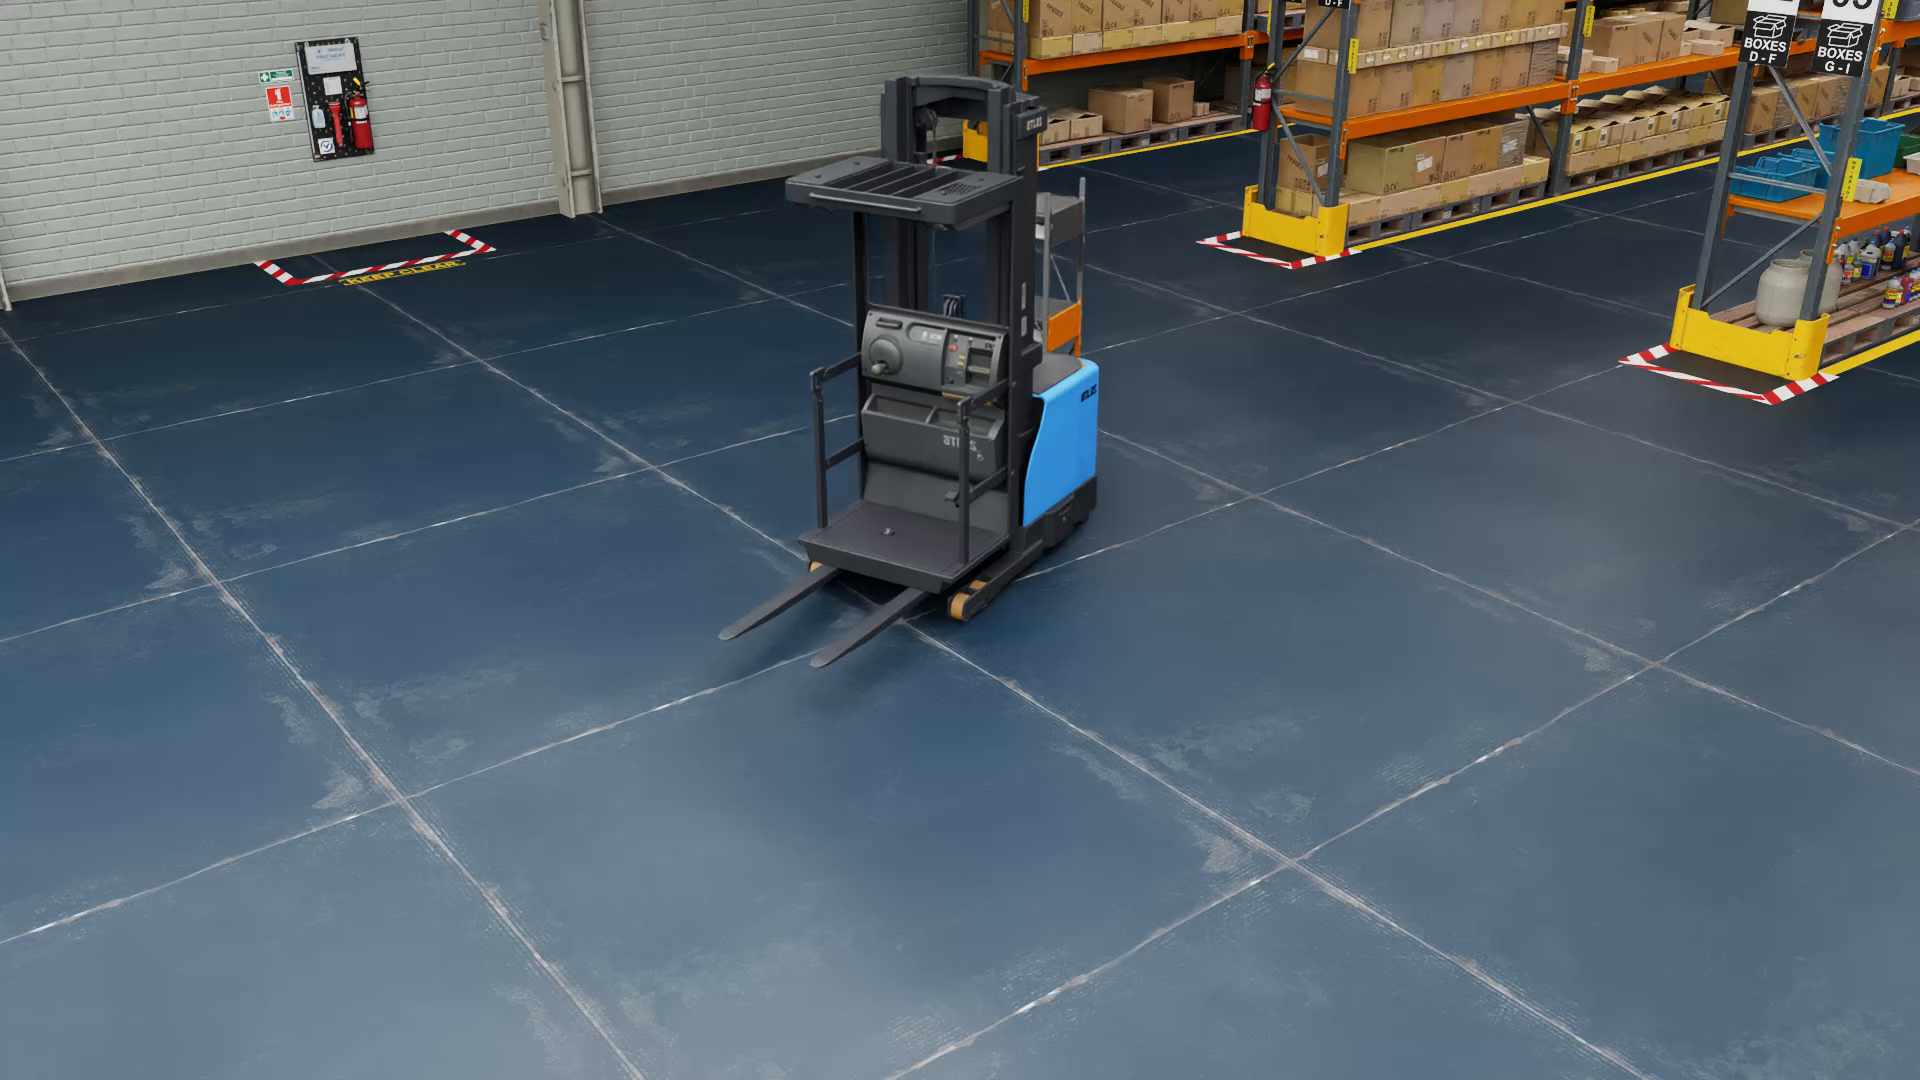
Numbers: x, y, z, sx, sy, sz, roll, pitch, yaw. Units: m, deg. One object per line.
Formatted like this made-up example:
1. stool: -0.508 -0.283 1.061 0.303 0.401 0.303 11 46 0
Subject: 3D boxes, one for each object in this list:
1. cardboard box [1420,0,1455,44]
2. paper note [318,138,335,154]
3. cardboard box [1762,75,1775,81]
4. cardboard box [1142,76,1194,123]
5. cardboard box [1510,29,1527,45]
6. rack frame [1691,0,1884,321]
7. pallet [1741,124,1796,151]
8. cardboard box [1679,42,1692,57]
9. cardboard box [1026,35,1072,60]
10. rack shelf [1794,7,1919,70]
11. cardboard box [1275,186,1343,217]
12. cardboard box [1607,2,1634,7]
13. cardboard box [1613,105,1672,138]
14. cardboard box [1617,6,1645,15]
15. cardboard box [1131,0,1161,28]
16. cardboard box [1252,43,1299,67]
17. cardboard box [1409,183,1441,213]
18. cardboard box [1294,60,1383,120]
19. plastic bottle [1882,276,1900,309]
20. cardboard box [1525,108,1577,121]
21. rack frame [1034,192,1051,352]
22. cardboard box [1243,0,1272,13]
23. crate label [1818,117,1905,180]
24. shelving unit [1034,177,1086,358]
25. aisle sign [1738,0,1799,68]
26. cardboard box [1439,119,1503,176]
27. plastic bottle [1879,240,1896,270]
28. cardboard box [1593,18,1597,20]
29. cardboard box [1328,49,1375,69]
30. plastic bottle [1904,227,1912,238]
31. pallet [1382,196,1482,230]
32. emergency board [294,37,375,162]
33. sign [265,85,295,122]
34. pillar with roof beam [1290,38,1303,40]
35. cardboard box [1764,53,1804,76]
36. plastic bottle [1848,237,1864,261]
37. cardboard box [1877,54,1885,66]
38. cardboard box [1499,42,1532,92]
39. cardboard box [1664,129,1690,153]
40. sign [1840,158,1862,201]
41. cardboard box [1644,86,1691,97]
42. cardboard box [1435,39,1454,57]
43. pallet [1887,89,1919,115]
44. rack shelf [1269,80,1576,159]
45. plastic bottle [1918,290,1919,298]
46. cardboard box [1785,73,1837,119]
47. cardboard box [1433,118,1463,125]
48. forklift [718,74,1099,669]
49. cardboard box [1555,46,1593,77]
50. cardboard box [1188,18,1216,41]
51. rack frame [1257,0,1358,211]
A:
1. cardboard box: 4.730 -5.524 17.429 0.500 0.500 0.700 -18 30 -34
2. paper note: -6.408 -3.987 16.825 0.142 0.148 0.016 -18 31 -34
3. cardboard box: 10.800 -6.088 22.752 0.500 0.500 0.500 -20 31 -36
4. cardboard box: 2.802 -5.951 22.457 0.500 0.500 0.500 -21 32 -38
5. cardboard box: 5.966 -5.525 18.203 0.250 0.149 0.380 -18 31 -34
6. rack frame: 6.560 -2.848 13.322 0.127 3.000 1.000 -18 31 -34
7. pallet: 10.412 -5.484 22.316 1.213 0.211 1.003 -18 31 -34
8. cardboard box: 8.833 -6.104 20.637 0.250 0.149 0.380 -16 29 -30
9. cardboard box: 1.026 -6.092 20.468 0.500 0.250 0.500 -19 31 -35
10. rack shelf: 8.134 -4.401 13.962 4.000 0.370 1.077 -18 31 -34
11. cardboard box: 3.746 -3.670 17.862 0.500 0.250 0.500 -18 31 -34
12. cardboard box: 11.327 -9.125 28.548 0.250 0.149 0.380 -19 31 -35
13. cardboard box: 8.342 -5.151 20.386 0.500 0.311 0.500 -17 30 -33
14. cardboard box: 11.334 -8.922 28.111 0.250 0.149 0.380 -19 31 -35
15. cardboard box: 2.212 -6.830 21.168 0.500 0.500 0.500 -17 30 -32
16. cardboard box: 4.508 -6.887 23.581 0.500 0.250 0.500 -19 31 -35
17. cardboard box: 4.850 -3.759 18.054 0.500 0.250 0.500 -18 31 -34
18. cardboard box: 3.881 -4.652 17.091 0.500 0.500 0.700 -18 31 -34
19. plastic bottle: 8.179 -2.177 14.597 0.097 0.271 0.097 0 25 0
20. cardboard box: 7.201 -5.064 20.198 0.500 0.311 0.500 -17 30 -33
21. rack frame: 0.398 -1.277 11.008 0.400 2.100 0.015 14 28 27
22. cardboard box: 4.016 -7.534 22.780 0.500 0.500 0.700 -18 30 -34
23. crate label: 7.841 -3.431 14.538 0.616 0.435 0.502 -18 31 -34
24. shelving unit: 0.521 -1.366 11.199 0.431 2.100 0.503 14 28 27
25. aisle sign: 6.320 -4.106 12.947 0.004 0.787 0.394 -18 31 -34
26. cardboard box: 5.632 -4.362 18.462 0.500 0.500 0.500 -18 31 -34
27. plastic bottle: 8.777 -2.699 15.720 0.097 0.271 0.097 0 25 0
28. cardboard box: 10.541 -8.464 27.894 0.500 0.500 0.700 -18 30 -33
29. cardboard box: 3.948 -4.860 16.769 0.250 0.149 0.380 -19 31 -34
30. plastic bottle: 9.186 -2.911 16.178 0.097 0.271 0.097 0 25 0
31. pallet: 5.042 -3.752 18.584 1.213 0.211 1.003 -18 31 -34
32. emergency board: -6.226 -4.410 16.689 0.643 1.169 0.194 -18 31 -34
33. sign: -6.725 -4.317 16.446 0.234 0.329 0.001 -18 31 -34
34. pillar with roof beam: 7.842 -9.452 20.426 0.400 9.000 9.100 -18 31 -34
35. cardboard box: 11.237 -6.577 22.915 0.500 0.250 0.500 -19 31 -35
36. plastic bottle: 8.333 -2.653 15.527 0.185 0.351 0.144 -19 31 -34
37. cardboard box: 13.222 -6.914 24.532 0.500 0.500 0.500 -18 31 -34
38. cardboard box: 5.897 -5.317 18.525 0.500 0.500 0.700 -19 31 -35
39. cardboard box: 8.737 -5.029 20.789 0.500 0.250 0.500 -17 30 -33
40. sign: 6.896 -2.790 12.869 0.005 0.325 0.100 -18 31 -34
41. cardboard box: 9.208 -5.726 21.627 0.500 0.311 0.500 -17 30 -32
42. cardboard box: 4.960 -5.195 17.491 0.250 0.149 0.380 -19 31 -35
43. pallet: 13.490 -6.520 24.548 1.213 0.211 1.003 -18 31 -34
44. rack shelf: 5.080 -4.683 18.131 4.000 0.370 1.077 -18 31 -34
45. plastic bottle: 8.605 -2.286 14.915 0.097 0.201 0.097 0 25 0
46. cardboard box: 11.550 -6.061 22.692 0.500 0.500 0.500 -19 31 -36
47. cardboard box: 5.309 -4.535 18.836 0.500 0.500 0.500 -18 31 -34
48. forklift: -0.271 -1.073 9.580 1.130 2.935 3.031 14 28 27
49. cardboard box: 7.014 -5.603 19.437 0.500 0.250 0.500 -16 29 -31
50. cardboard box: 3.011 -6.759 21.906 0.500 0.250 0.500 -18 30 -34
51. rack frame: 3.506 -4.489 16.860 0.127 3.000 1.000 -18 31 -34
